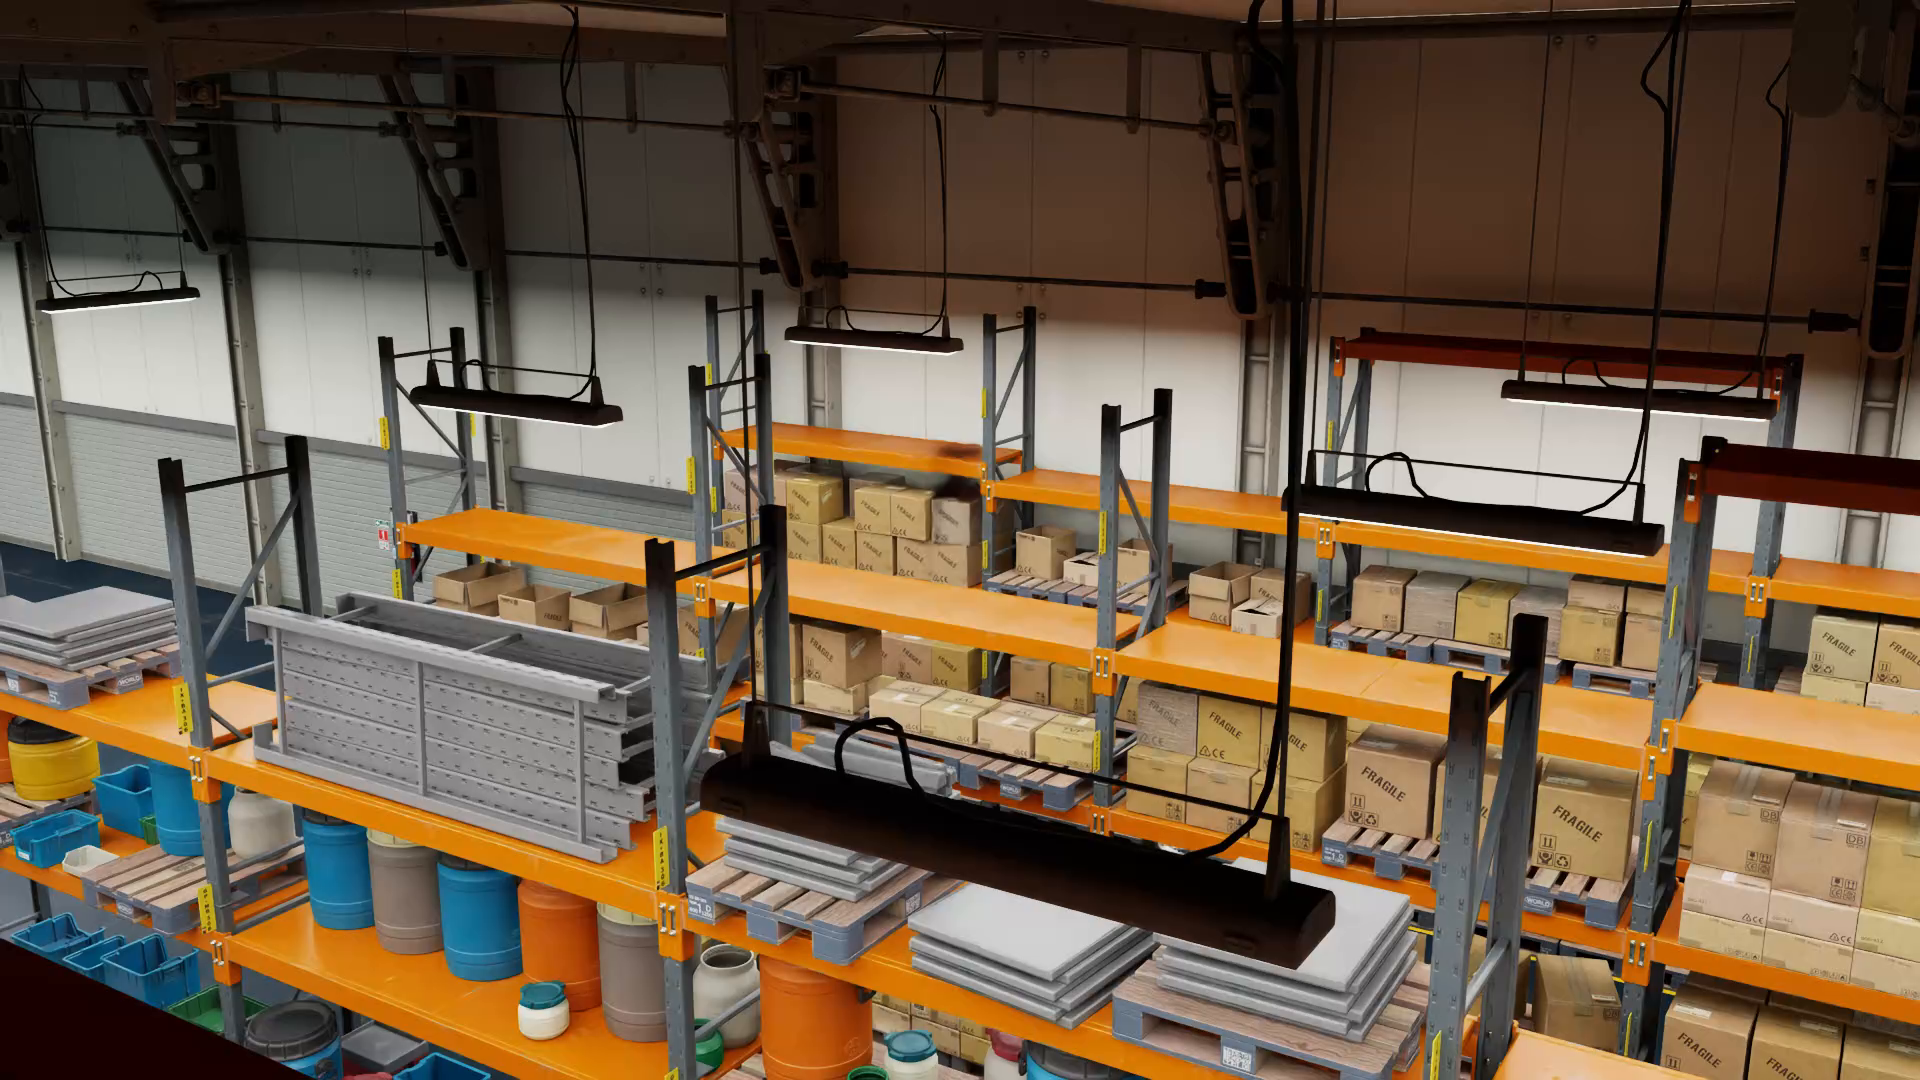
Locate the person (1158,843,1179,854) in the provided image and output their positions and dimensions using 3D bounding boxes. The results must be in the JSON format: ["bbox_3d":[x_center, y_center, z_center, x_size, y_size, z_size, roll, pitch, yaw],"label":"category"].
[{"bbox_3d":[1.806,3.492,15.641,0.877,1.811,0.591,9,16,32],"label":"person"}]
